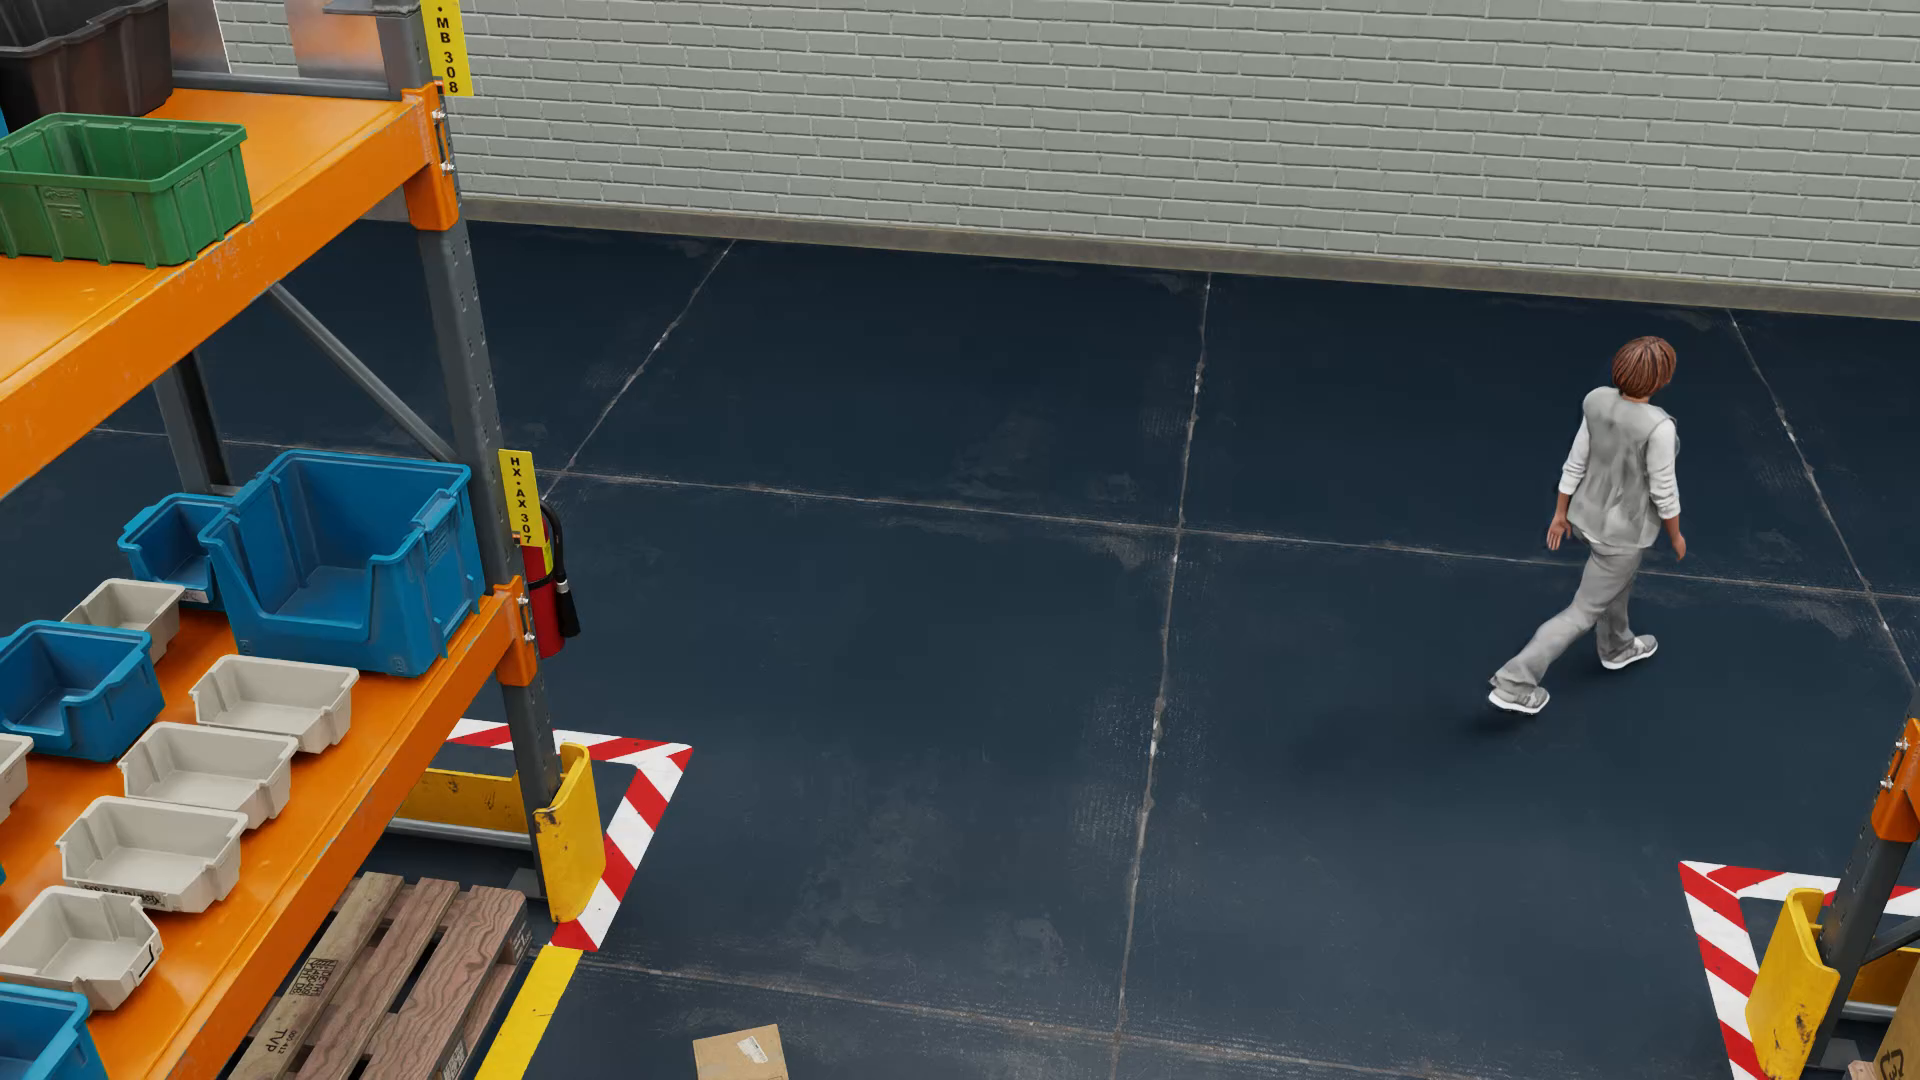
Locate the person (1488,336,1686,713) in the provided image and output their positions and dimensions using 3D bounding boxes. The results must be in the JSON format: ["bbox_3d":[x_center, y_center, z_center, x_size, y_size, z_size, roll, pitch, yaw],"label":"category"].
[{"bbox_3d":[2.458,-0.056,6.222,0.936,1.544,0.416,-12,35,-18],"label":"person"}]
